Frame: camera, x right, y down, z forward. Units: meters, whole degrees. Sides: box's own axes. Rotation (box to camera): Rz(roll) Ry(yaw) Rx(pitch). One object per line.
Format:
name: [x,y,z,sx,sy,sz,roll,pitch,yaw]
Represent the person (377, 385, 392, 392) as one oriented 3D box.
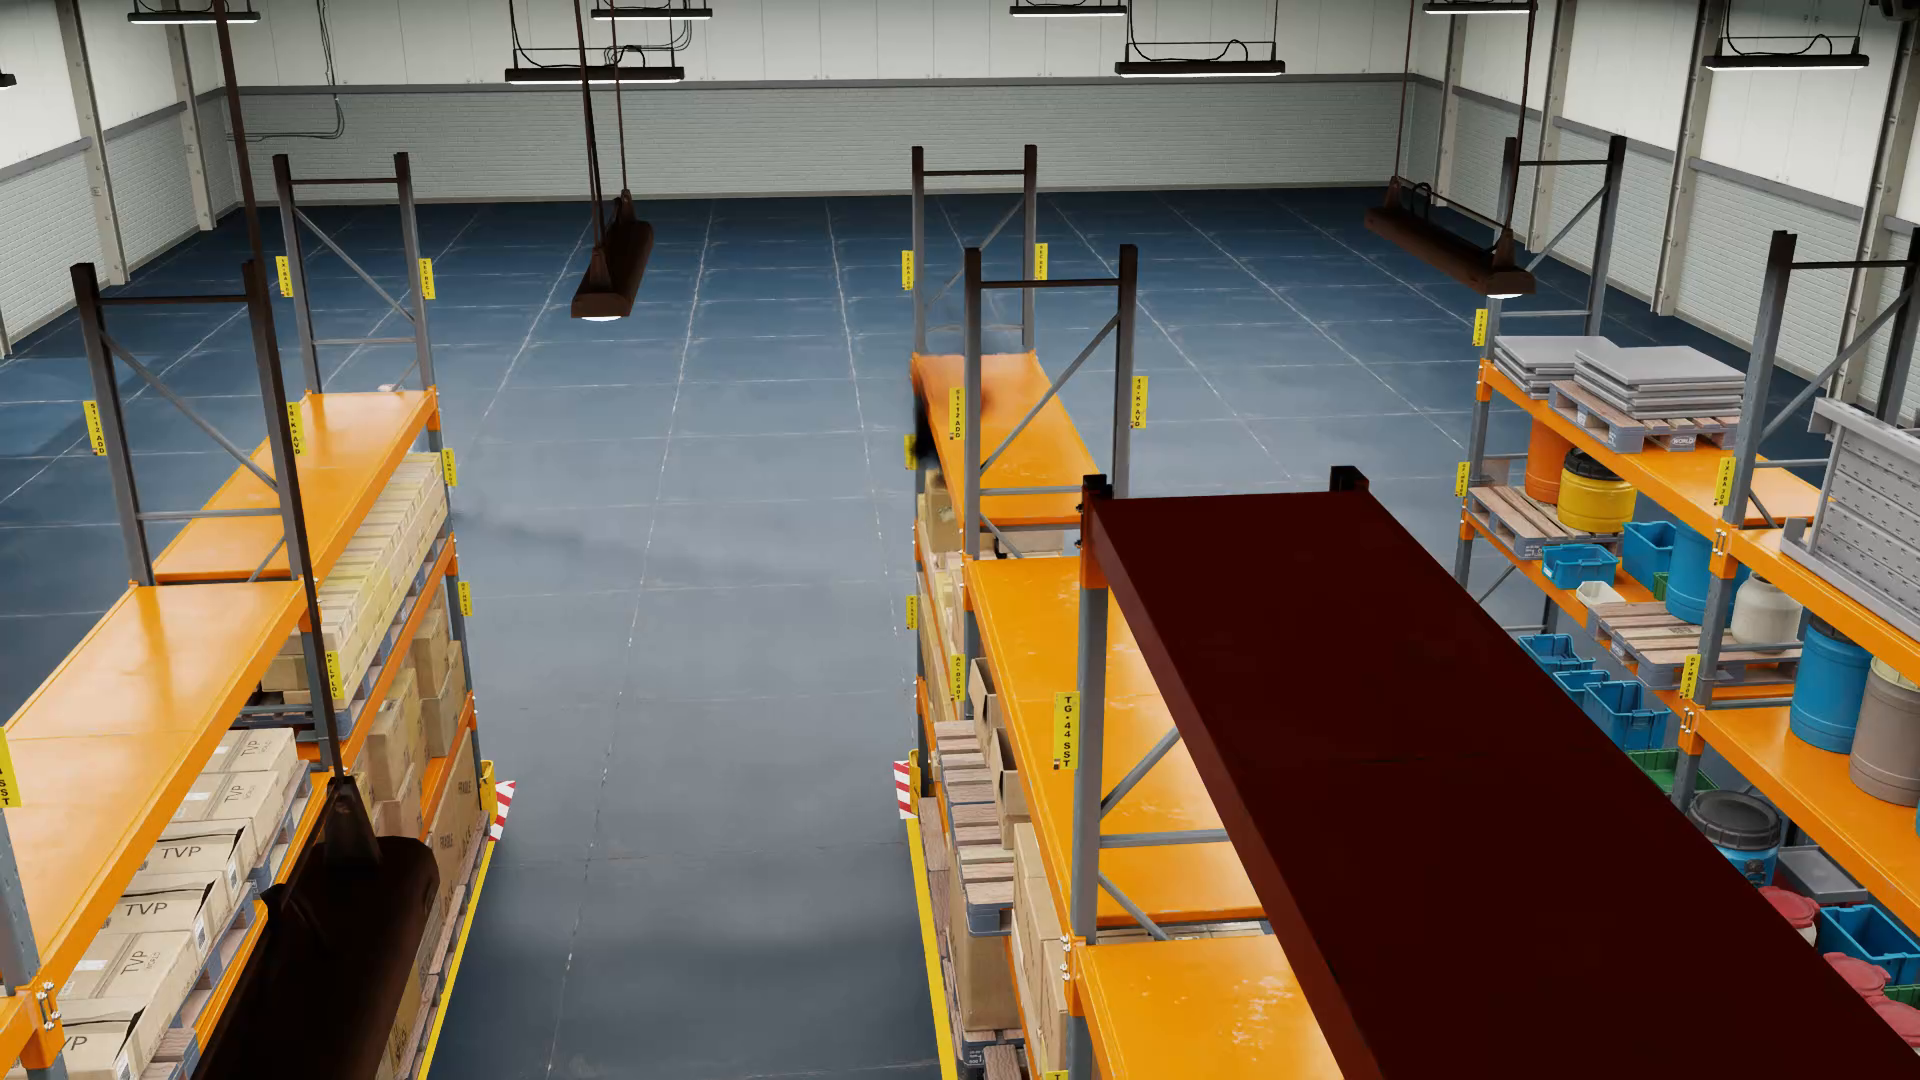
person: [-7.694,-1.264,22.501,0.638,1.733,0.710,7,23,17]
